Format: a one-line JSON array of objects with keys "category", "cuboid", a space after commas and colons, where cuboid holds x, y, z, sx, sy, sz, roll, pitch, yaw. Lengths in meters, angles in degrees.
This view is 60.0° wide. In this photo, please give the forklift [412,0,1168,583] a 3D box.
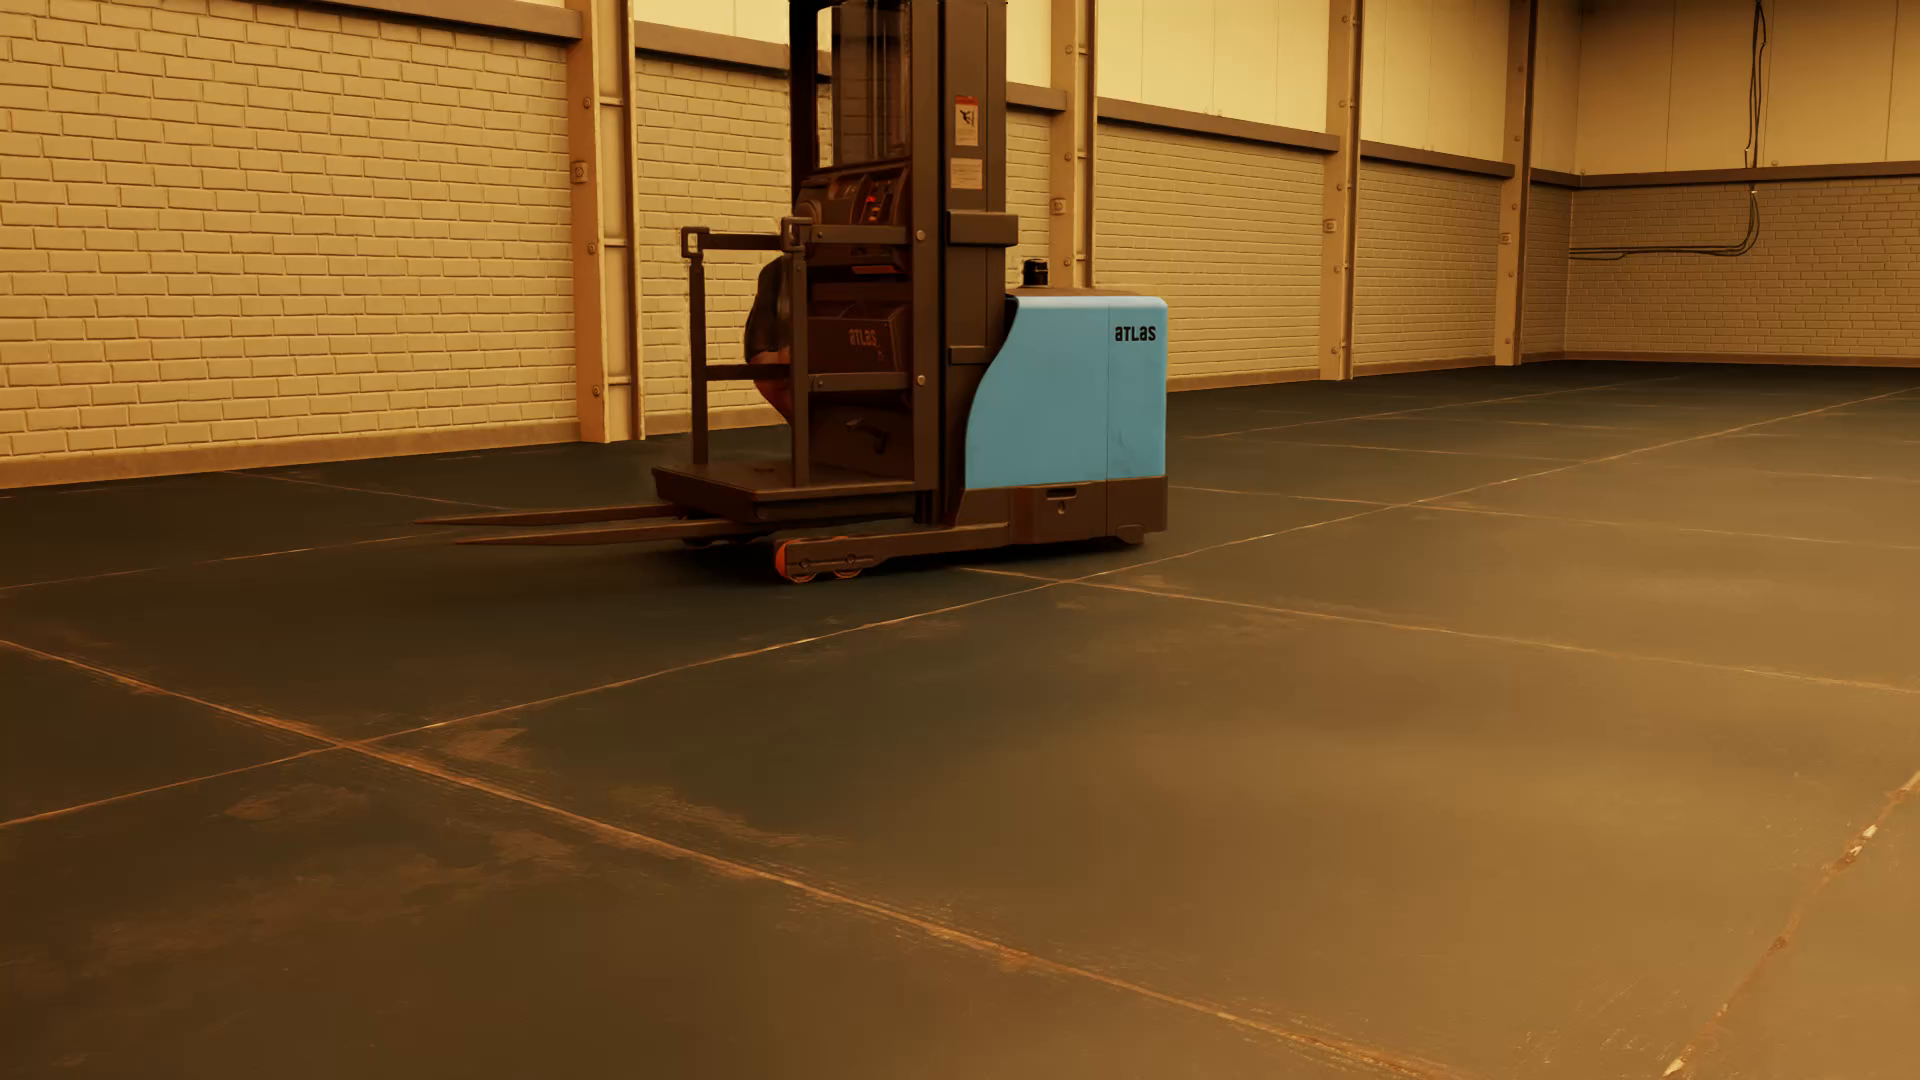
[{"category": "forklift", "cuboid": [-0.629, -1.374, 6.672, 3.031, 2.935, 1.130, -5, 10, -31]}]

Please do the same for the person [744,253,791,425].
[{"category": "person", "cuboid": [-0.646, -0.949, 8.700, 0.960, 1.476, 0.928, 4, 9, 25]}]
